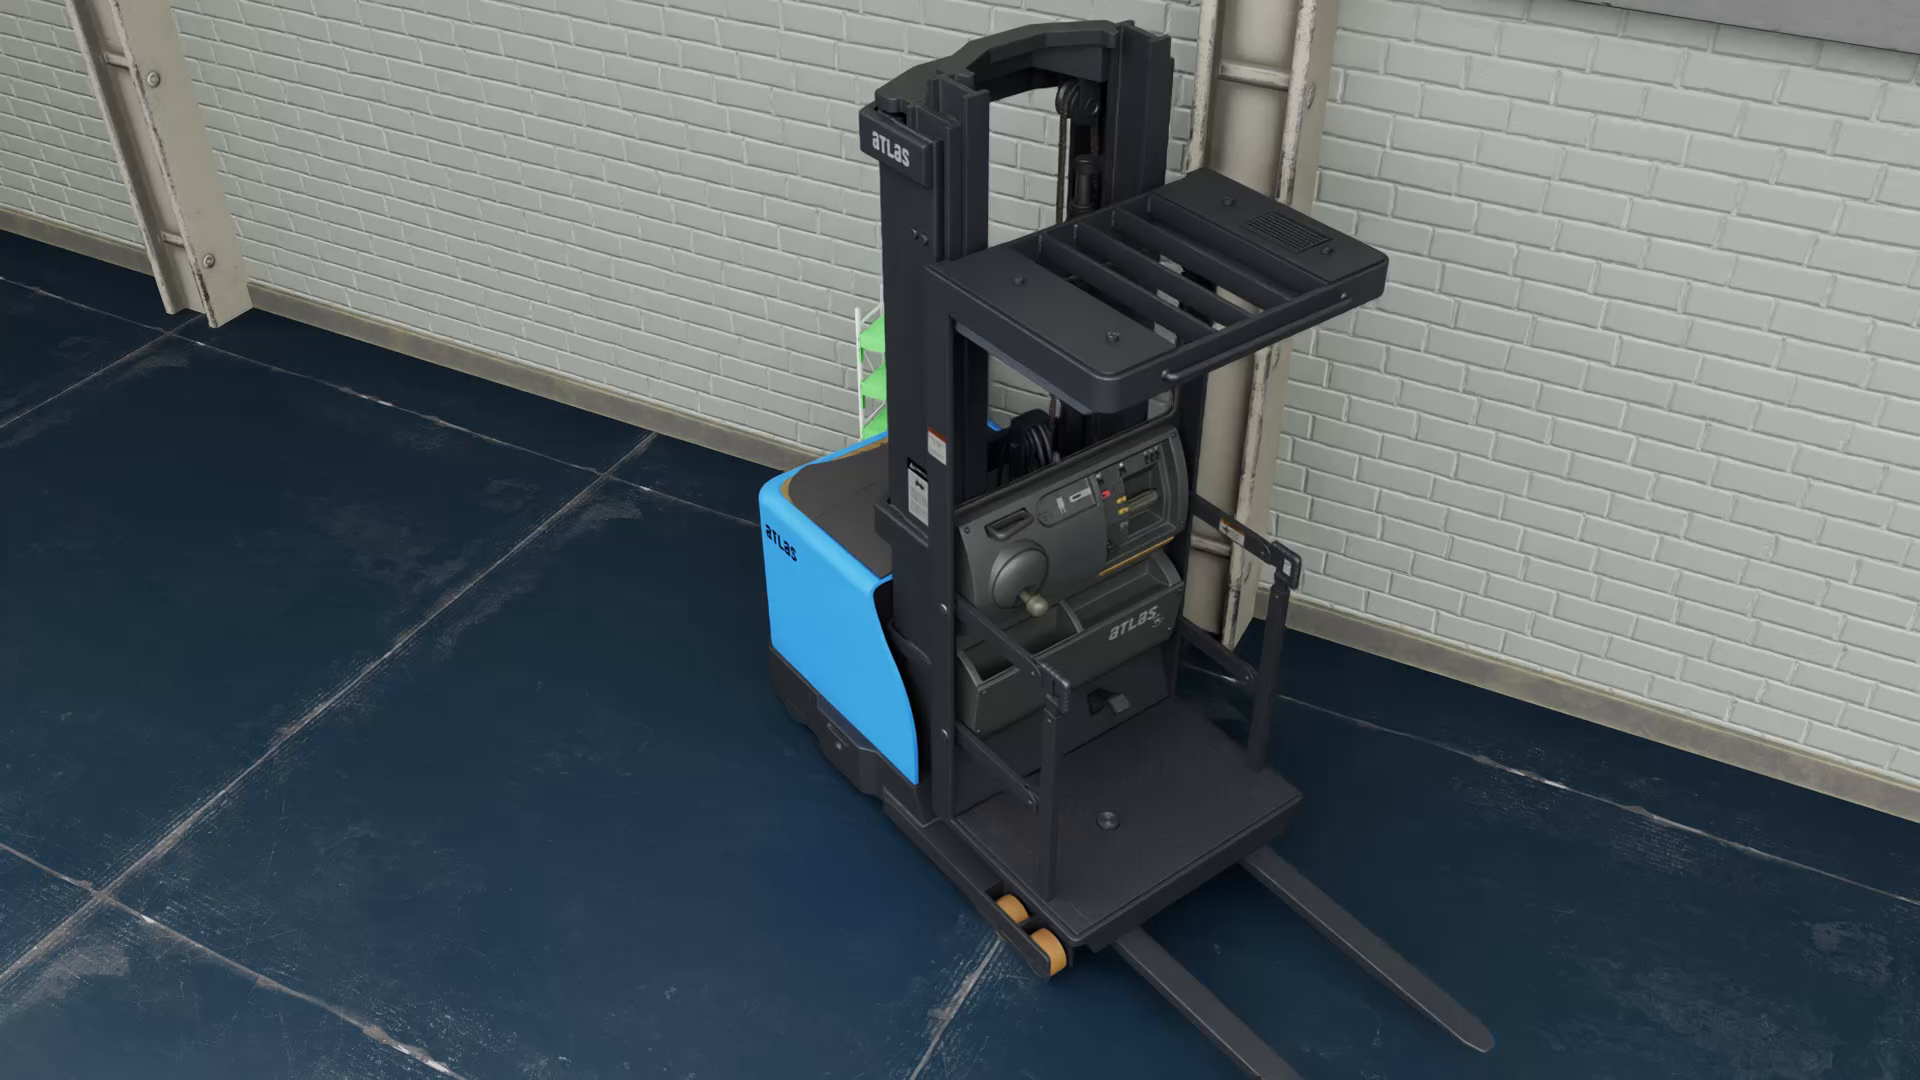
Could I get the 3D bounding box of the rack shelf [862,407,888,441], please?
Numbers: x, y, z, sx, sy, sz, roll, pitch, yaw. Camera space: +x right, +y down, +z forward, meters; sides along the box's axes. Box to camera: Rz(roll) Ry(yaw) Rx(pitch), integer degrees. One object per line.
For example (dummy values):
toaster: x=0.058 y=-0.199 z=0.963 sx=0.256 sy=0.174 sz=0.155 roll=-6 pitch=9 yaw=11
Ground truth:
rack shelf: x=-0.169 y=-0.447 z=7.451 sx=0.480 sy=0.148 sz=0.258 roll=17 pitch=40 yaw=21

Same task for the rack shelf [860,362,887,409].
rack shelf: x=-0.168 y=-0.639 z=7.307 sx=0.480 sy=0.148 sz=0.258 roll=17 pitch=40 yaw=21

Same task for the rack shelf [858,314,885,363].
rack shelf: x=-0.168 y=-0.830 z=7.162 sx=0.480 sy=0.148 sz=0.258 roll=17 pitch=40 yaw=21

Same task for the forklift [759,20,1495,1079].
forklift: x=0.518 y=0.004 z=5.321 sx=1.130 sy=2.935 sz=3.031 roll=-25 pitch=44 yaw=-29

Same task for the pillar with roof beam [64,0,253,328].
pillar with roof beam: x=-6.252 y=-2.596 z=3.728 sx=0.400 sy=9.000 sz=9.100 roll=17 pitch=41 yaw=21

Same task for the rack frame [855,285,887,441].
rack frame: x=-0.386 y=-0.565 z=7.500 sx=0.015 sy=1.200 sz=0.240 roll=17 pitch=40 yaw=21

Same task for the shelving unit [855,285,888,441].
shelving unit: x=-0.169 y=-0.498 z=7.413 sx=0.503 sy=1.200 sz=0.258 roll=17 pitch=40 yaw=21

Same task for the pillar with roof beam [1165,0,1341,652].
pillar with roof beam: x=-0.924 y=-0.928 z=1.530 sx=0.400 sy=9.000 sz=9.100 roll=17 pitch=41 yaw=21
